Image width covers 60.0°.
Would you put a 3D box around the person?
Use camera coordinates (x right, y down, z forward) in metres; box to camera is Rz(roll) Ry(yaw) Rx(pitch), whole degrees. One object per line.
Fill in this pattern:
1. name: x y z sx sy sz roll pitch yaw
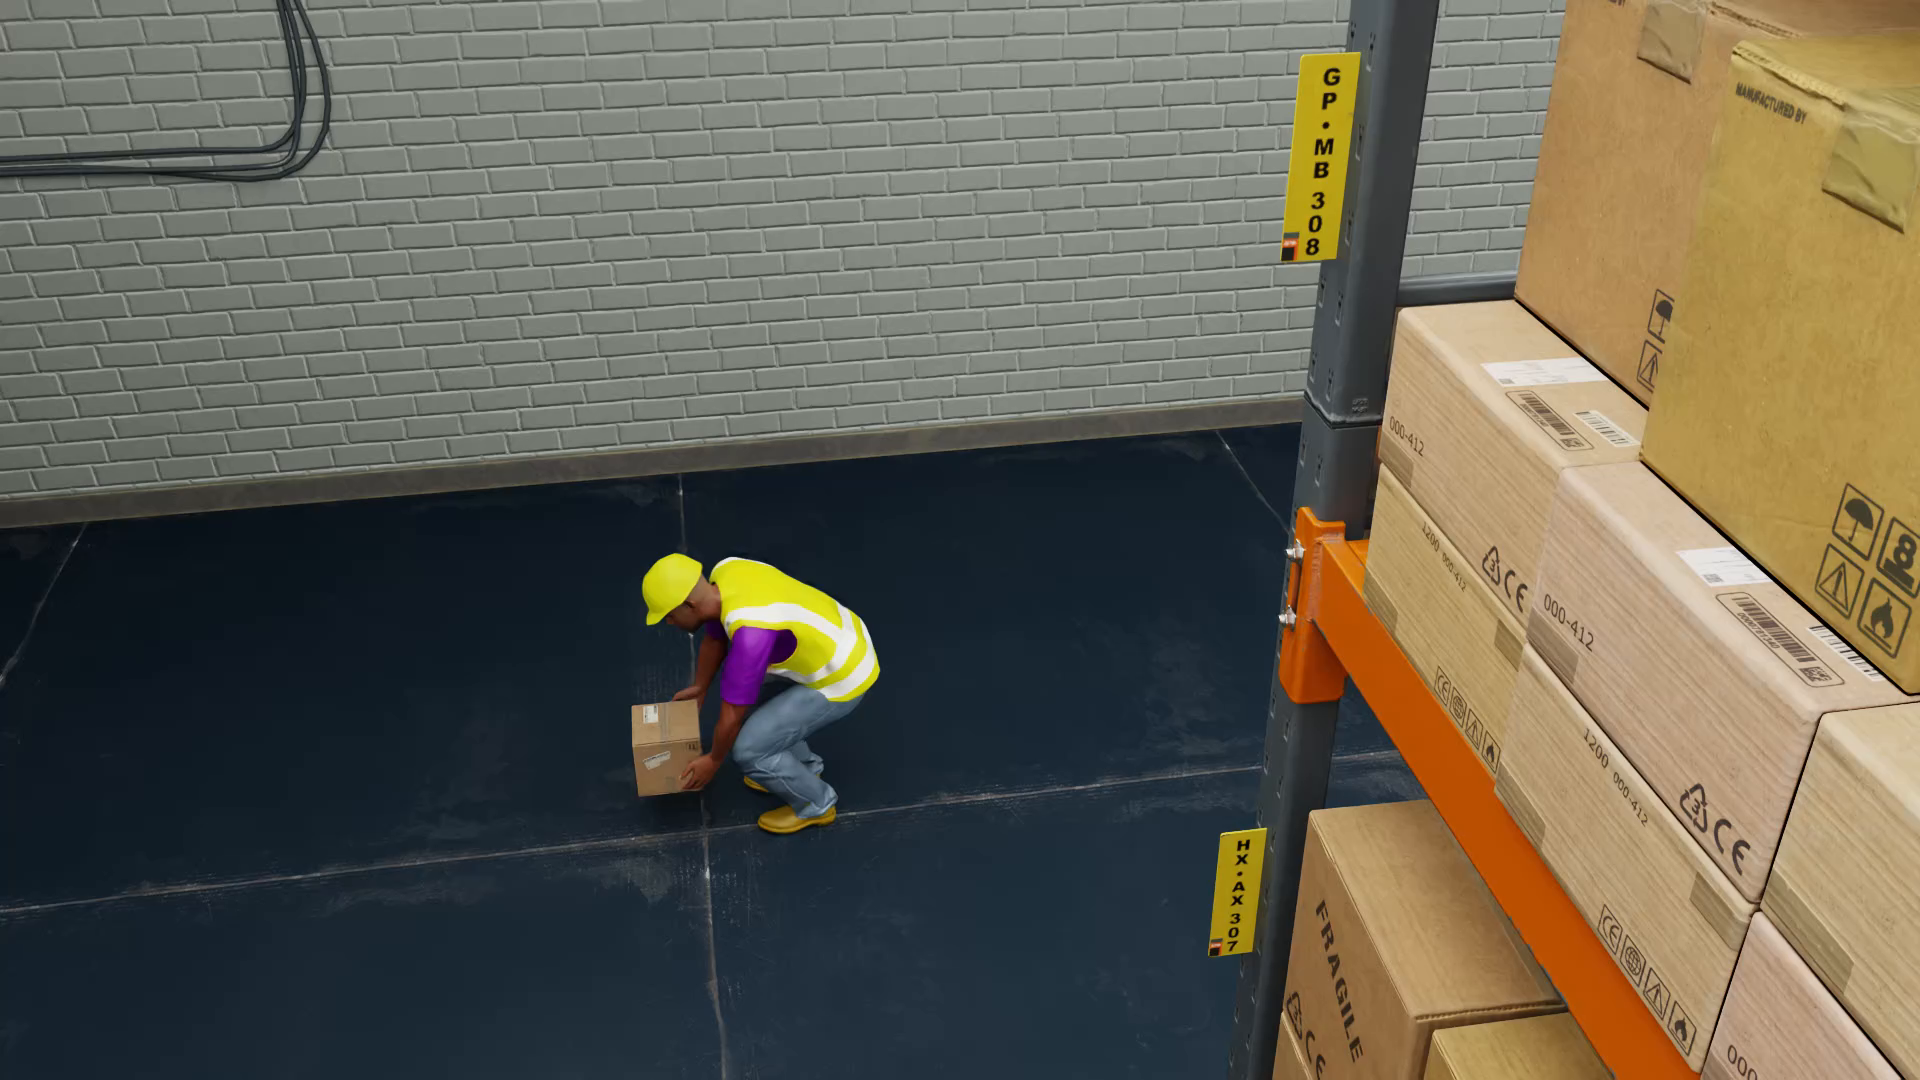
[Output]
1. person: -0.721 0.547 6.233 0.839 1.206 0.620 -5 31 -9
